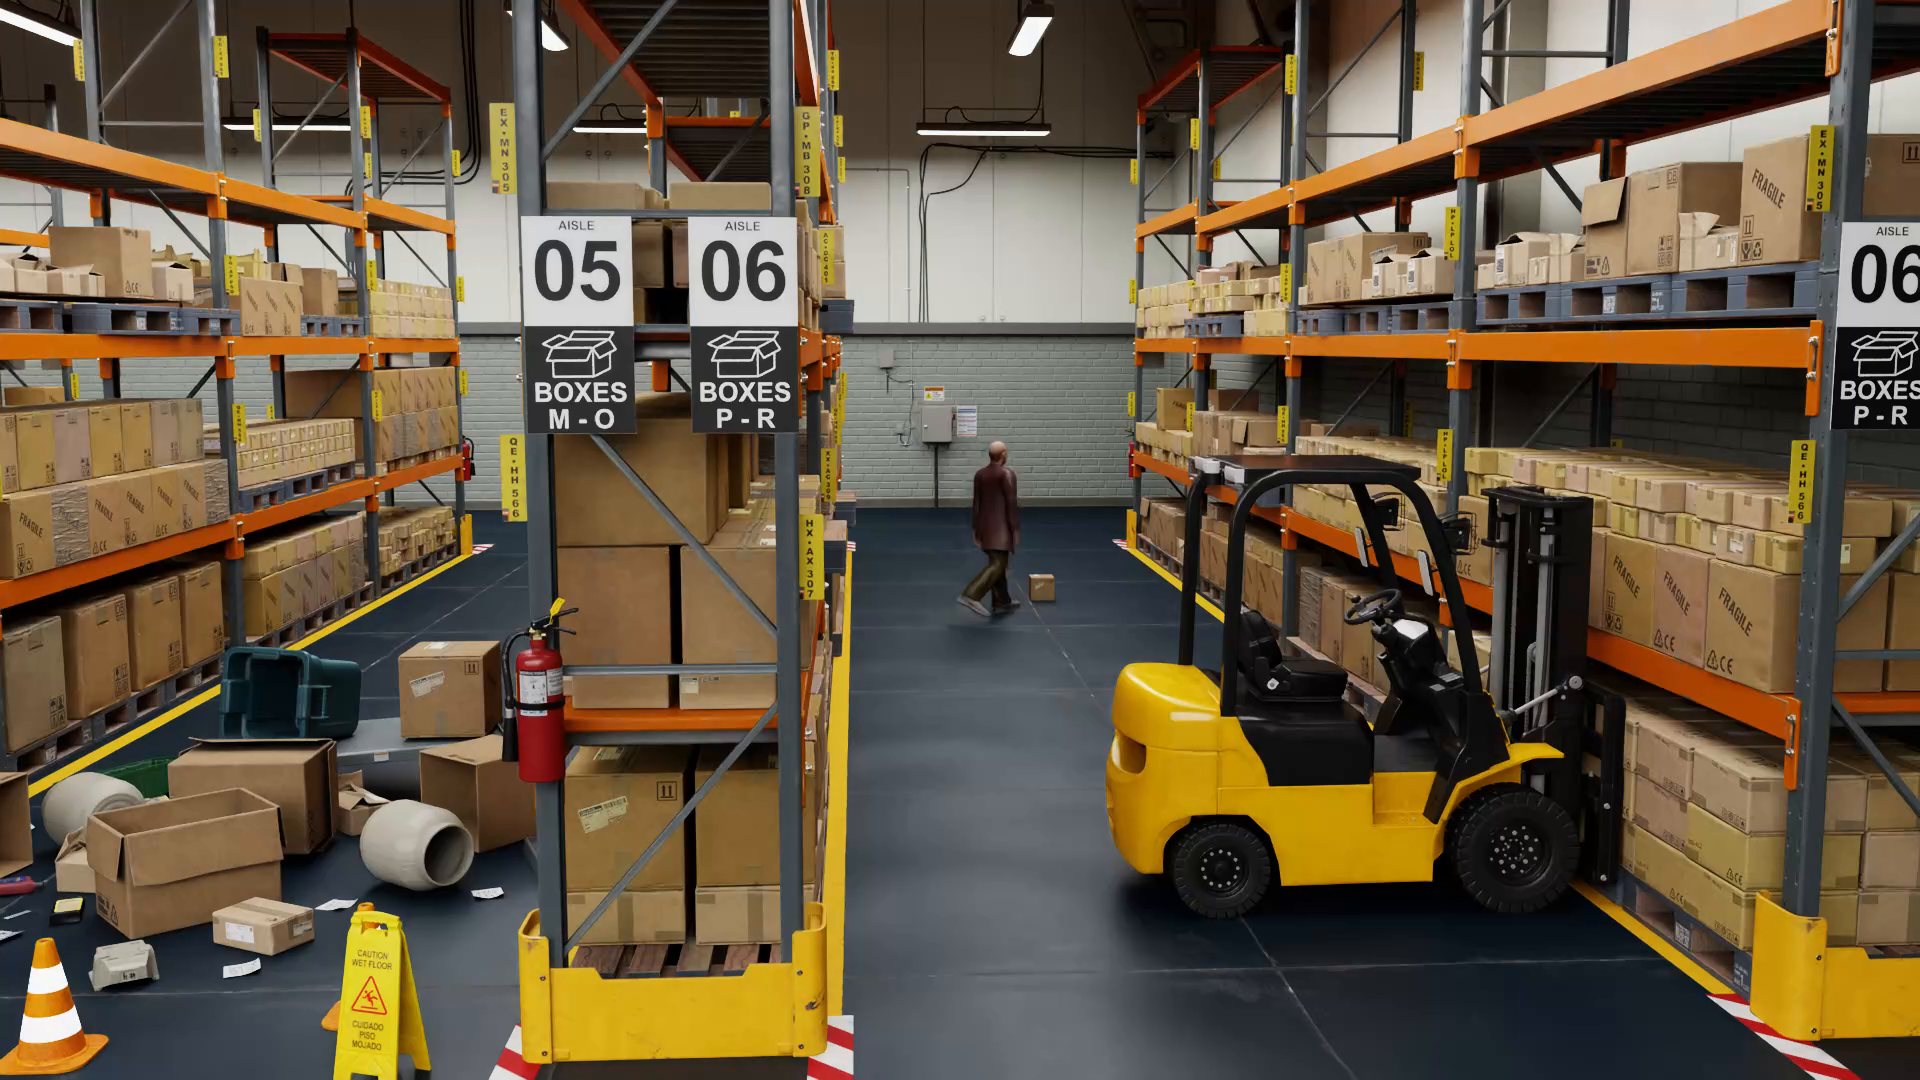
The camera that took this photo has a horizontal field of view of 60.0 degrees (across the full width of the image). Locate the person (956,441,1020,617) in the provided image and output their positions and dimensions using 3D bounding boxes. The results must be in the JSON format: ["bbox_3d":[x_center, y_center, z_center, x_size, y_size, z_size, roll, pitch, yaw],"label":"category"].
[{"bbox_3d":[0.318,-0.106,16.675,0.976,1.758,0.598,-5,8,-36],"label":"person"}]
